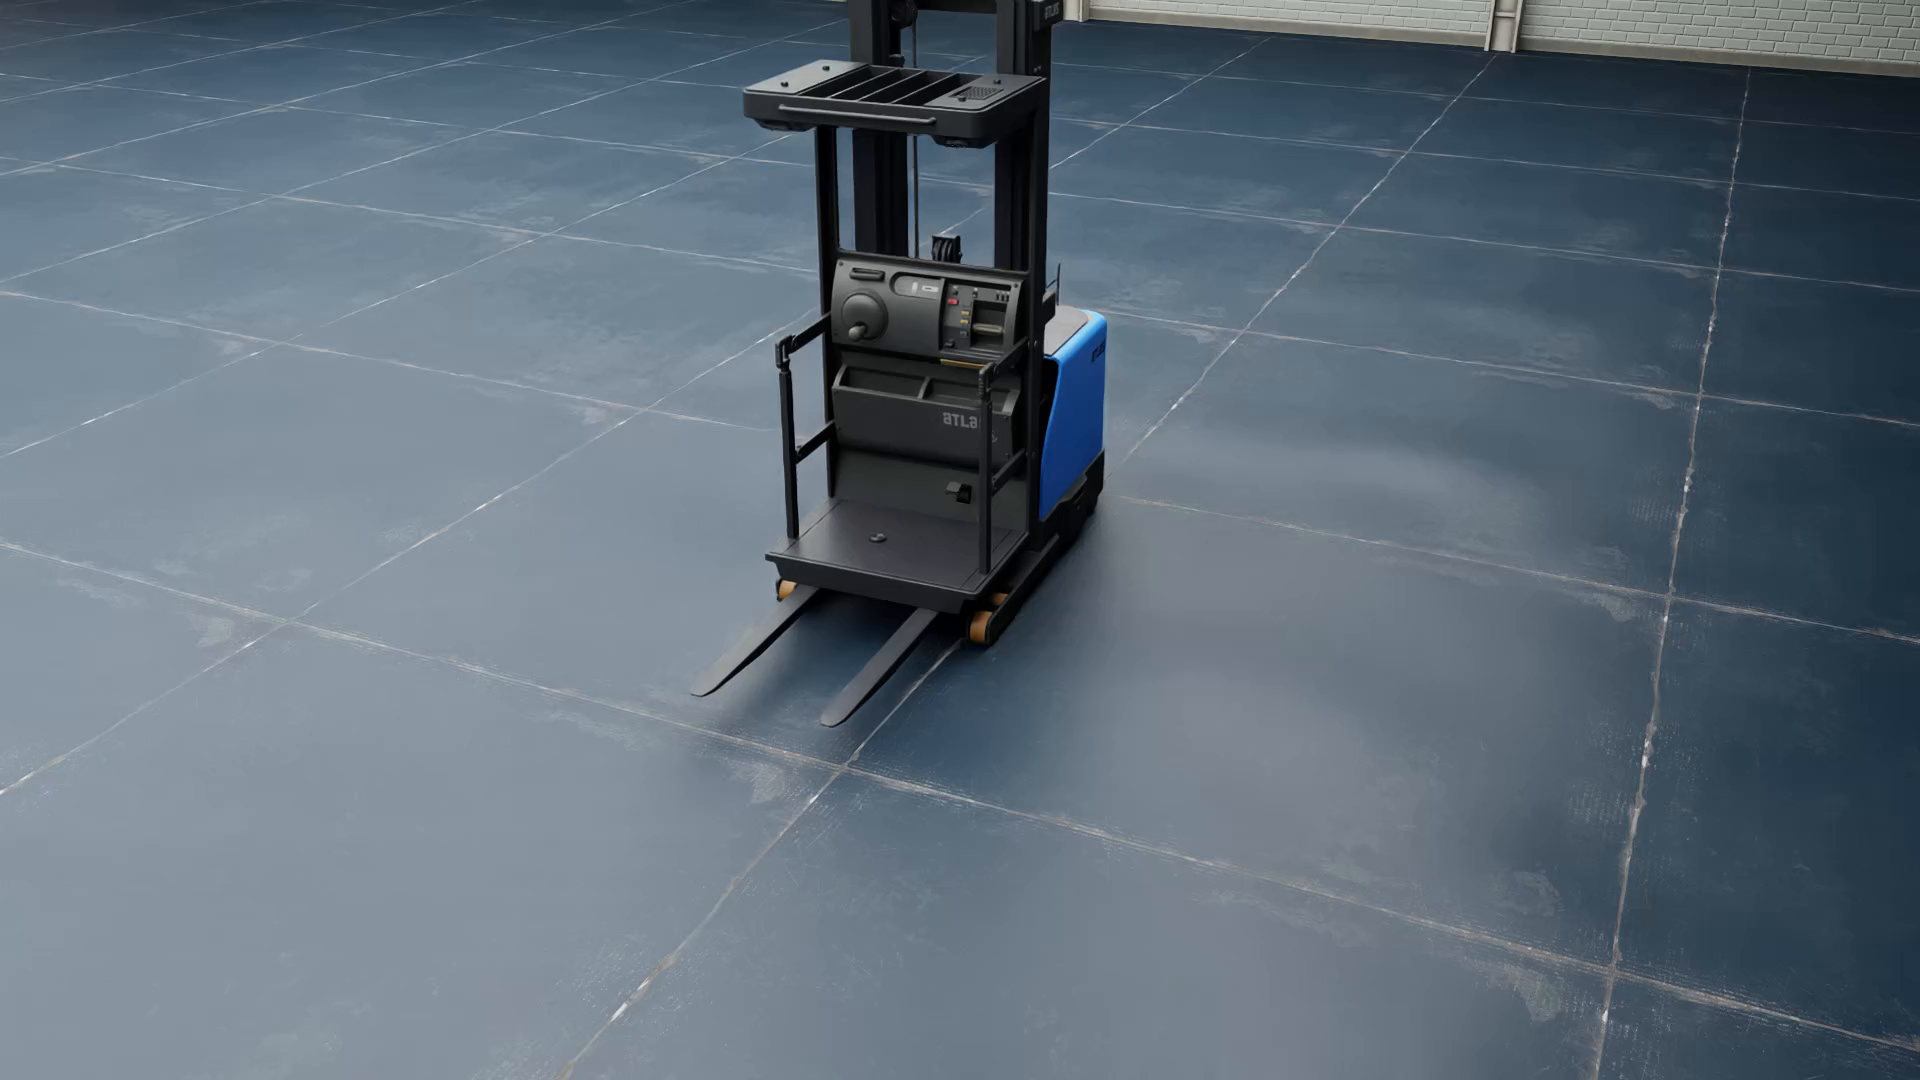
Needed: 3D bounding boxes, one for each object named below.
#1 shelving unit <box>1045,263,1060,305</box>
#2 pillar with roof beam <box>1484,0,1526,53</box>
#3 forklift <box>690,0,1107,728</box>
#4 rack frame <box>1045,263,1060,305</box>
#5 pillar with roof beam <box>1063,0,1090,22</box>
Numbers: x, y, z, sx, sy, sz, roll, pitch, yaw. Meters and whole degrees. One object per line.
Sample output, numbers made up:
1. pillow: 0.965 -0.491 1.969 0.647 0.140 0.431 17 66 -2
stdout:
1. shelving unit: 0.410 -0.945 9.302 0.189 1.200 0.258 10 26 20
2. pillar with roof beam: 5.317 -8.735 16.305 0.400 9.000 9.100 11 28 22
3. forklift: -0.242 -1.035 7.535 1.130 2.935 3.031 10 28 20
4. rack frame: 0.494 -0.930 9.271 0.006 1.200 0.240 10 26 20
5. pillar with roof beam: -0.144 -9.832 18.533 0.400 9.000 9.100 11 28 22
